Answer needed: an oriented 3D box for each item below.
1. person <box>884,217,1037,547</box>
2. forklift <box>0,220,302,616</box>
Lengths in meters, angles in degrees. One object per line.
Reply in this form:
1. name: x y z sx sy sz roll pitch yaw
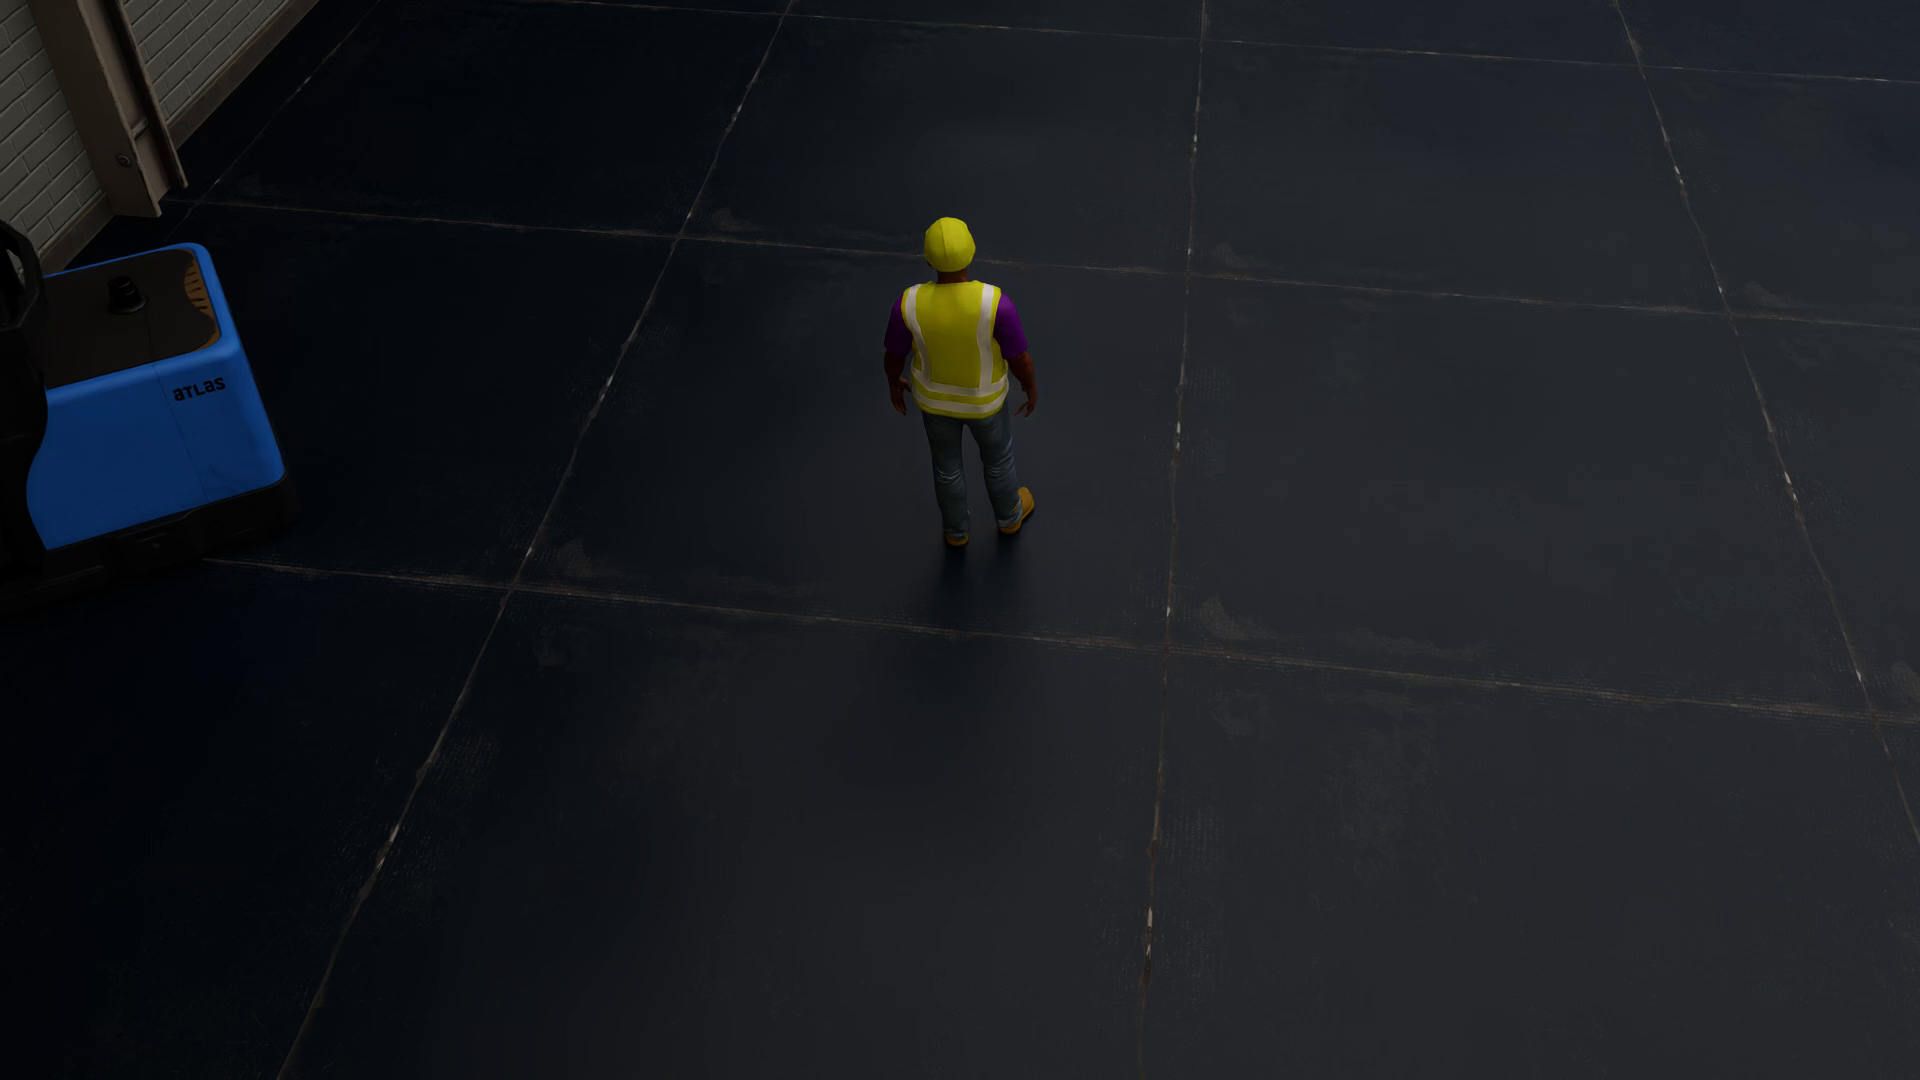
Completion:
1. person: 0.016 -0.702 7.338 0.665 1.765 0.577 5 43 6
2. forklift: -4.690 -0.968 6.778 3.031 2.935 1.130 -19 46 -20
